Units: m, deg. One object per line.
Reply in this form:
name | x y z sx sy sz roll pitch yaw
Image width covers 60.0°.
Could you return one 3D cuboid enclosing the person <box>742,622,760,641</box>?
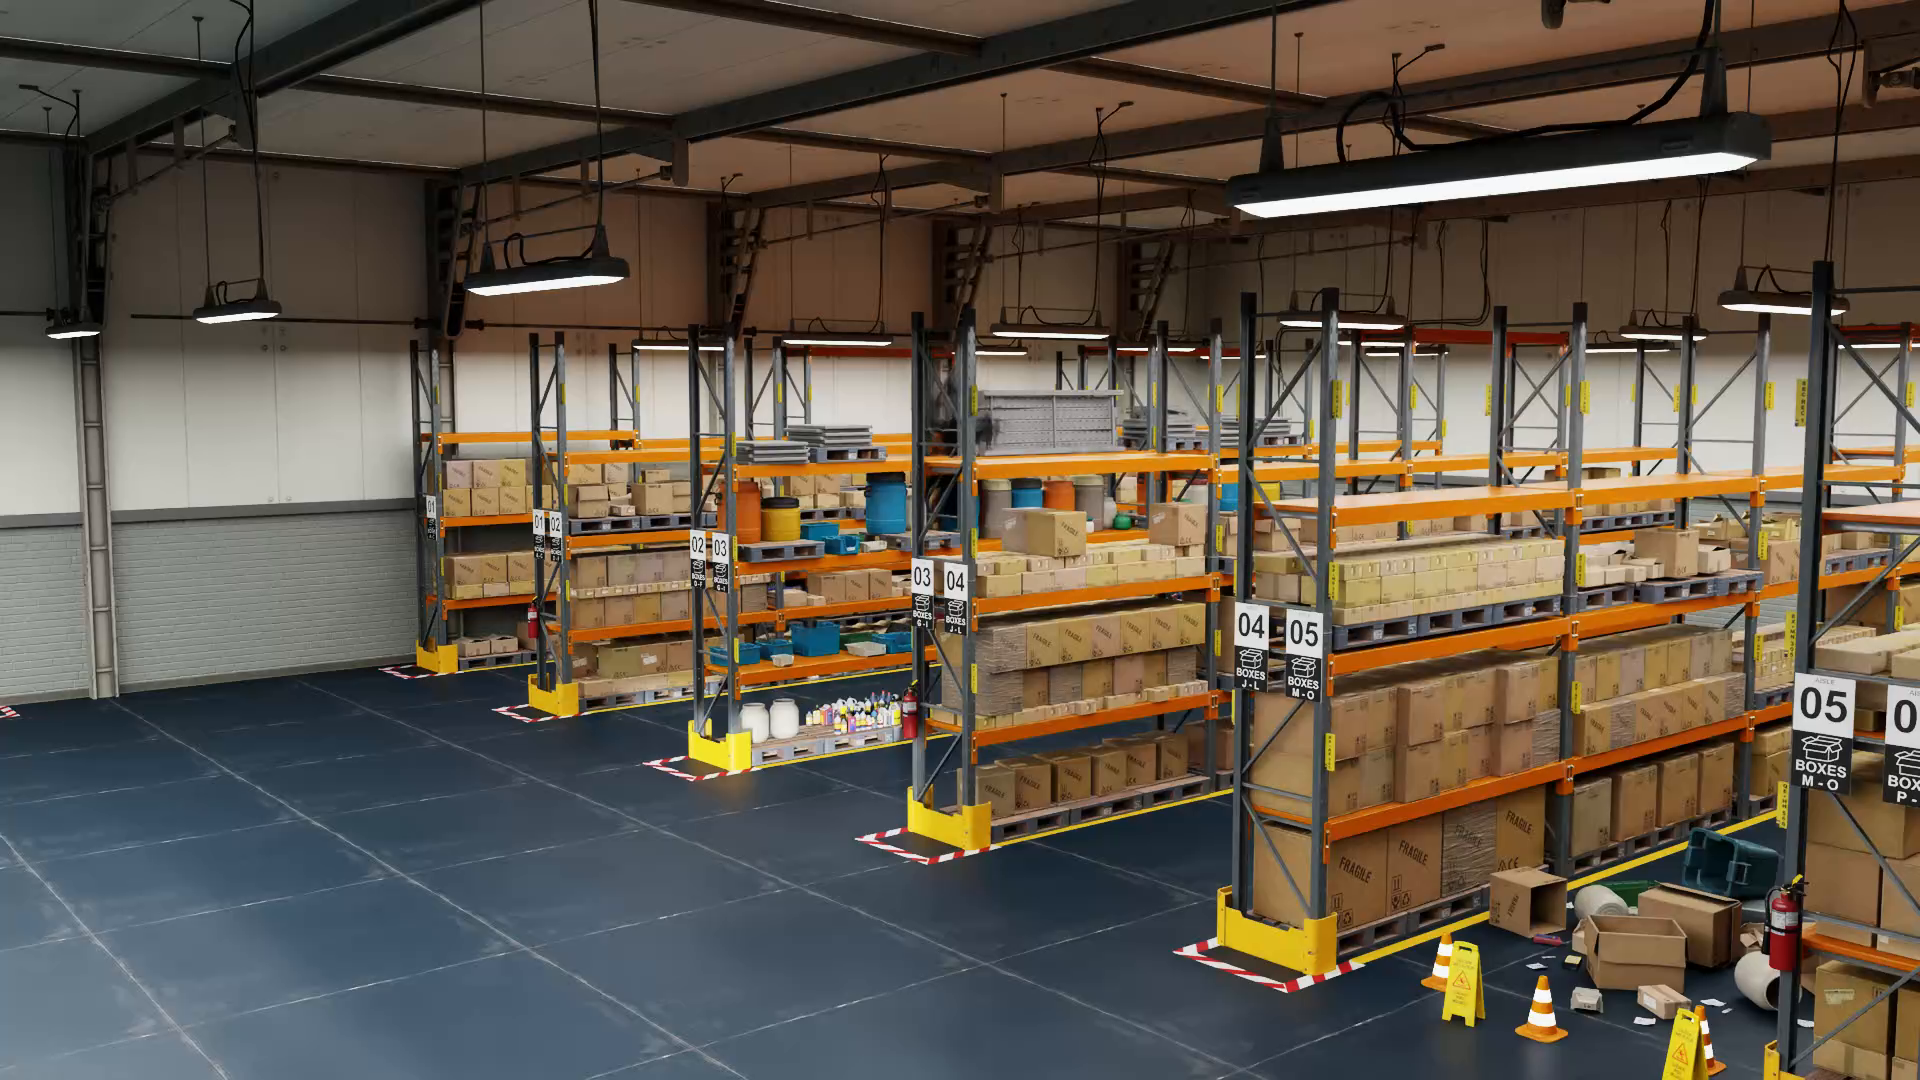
person | -3.849 1.489 31.081 0.565 1.624 0.768 4 7 37
